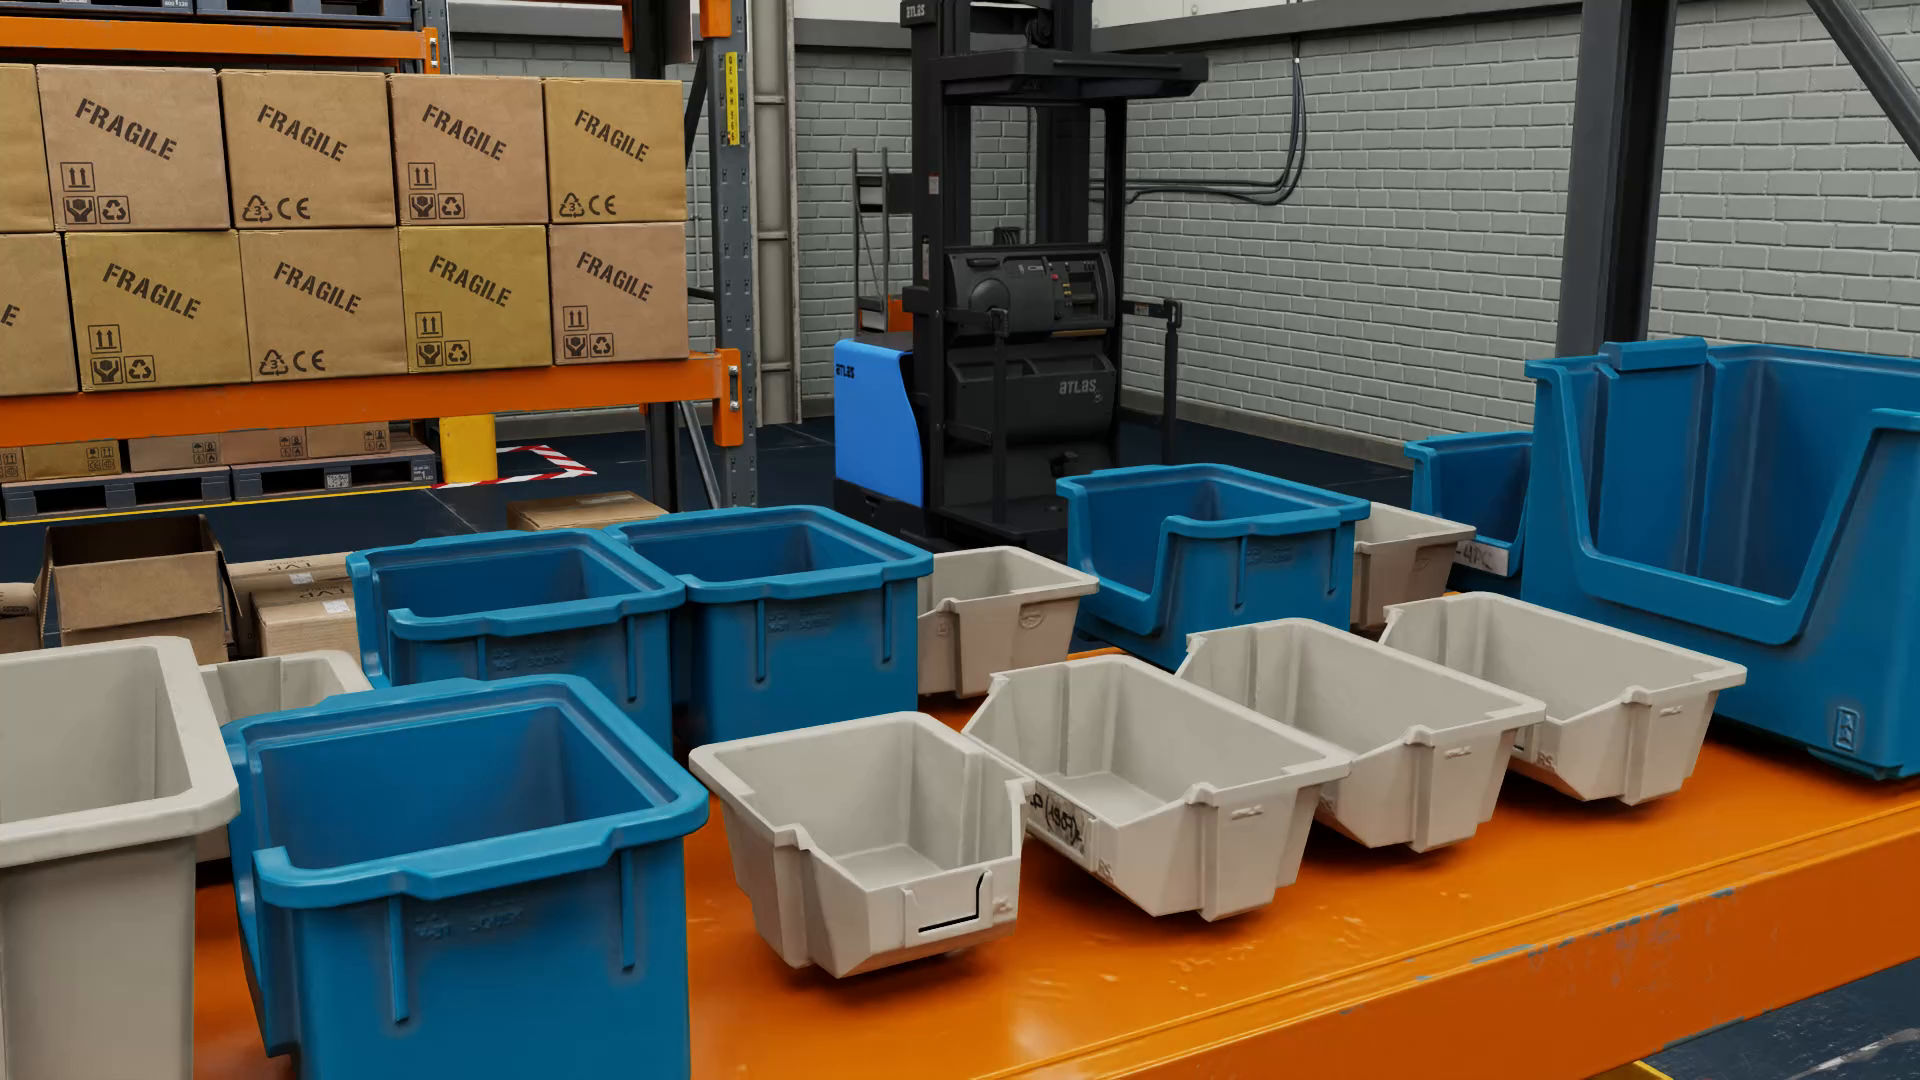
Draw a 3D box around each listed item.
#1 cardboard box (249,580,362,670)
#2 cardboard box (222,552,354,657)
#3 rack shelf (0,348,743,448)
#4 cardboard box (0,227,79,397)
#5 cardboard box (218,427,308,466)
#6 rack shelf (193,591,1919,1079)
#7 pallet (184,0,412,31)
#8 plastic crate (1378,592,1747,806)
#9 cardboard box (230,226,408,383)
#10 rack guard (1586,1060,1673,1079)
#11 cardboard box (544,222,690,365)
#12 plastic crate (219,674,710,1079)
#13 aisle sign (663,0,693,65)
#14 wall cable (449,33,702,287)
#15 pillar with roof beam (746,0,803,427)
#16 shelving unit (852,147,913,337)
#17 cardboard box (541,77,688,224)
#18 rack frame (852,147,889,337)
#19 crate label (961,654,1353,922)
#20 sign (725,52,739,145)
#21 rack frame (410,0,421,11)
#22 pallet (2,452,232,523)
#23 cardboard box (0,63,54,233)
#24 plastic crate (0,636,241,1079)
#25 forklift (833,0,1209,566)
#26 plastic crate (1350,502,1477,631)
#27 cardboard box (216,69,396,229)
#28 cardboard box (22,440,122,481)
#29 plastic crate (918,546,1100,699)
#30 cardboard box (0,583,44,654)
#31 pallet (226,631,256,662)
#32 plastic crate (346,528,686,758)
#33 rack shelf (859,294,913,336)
[{"bbox_3d":[-2.283,0.332,6.061,0.500,0.250,0.500,-7,14,-28],"label":"cardboard box"},{"bbox_3d":[-2.567,0.241,6.466,0.500,0.250,0.500,-7,14,-28],"label":"cardboard box"},{"bbox_3d":[-2.832,-0.432,5.835,4.000,0.370,1.077,-7,14,-28],"label":"rack shelf"},{"bbox_3d":[-3.121,-0.729,5.289,0.500,0.500,0.500,-7,14,-28],"label":"cardboard box"},{"bbox_3d":[-4.458,-0.787,10.513,0.500,0.500,0.700,-7,14,-28],"label":"cardboard box"},{"bbox_3d":[-0.461,0.523,1.592,4.000,0.370,1.077,-7,14,-28],"label":"rack shelf"},{"bbox_3d":[-4.099,-3.288,10.256,1.213,0.211,1.003,-7,14,-28],"label":"pallet"},{"bbox_3d":[0.665,0.182,1.934,0.243,0.136,0.396,-7,14,-28],"label":"plastic crate"},{"bbox_3d":[-2.233,-0.836,5.764,0.500,0.500,0.500,-7,14,-27],"label":"cardboard box"},{"bbox_3d":[1.309,1.176,2.744,0.348,0.500,1.175,-7,14,-28],"label":"rack guard"},{"bbox_3d":[-1.339,-0.943,6.238,0.500,0.500,0.500,-6,14,-26],"label":"cardboard box"},{"bbox_3d":[-0.386,0.280,1.280,0.300,0.233,0.416,-7,14,-28],"label":"plastic crate"},{"bbox_3d":[-1.157,-2.325,6.689,0.004,0.787,0.394,-7,14,-28],"label":"aisle sign"},{"bbox_3d":[-2.782,-2.760,12.228,1.851,1.984,0.084,-7,14,-28],"label":"wall cable"},{"bbox_3d":[0.565,-4.495,8.589,0.400,9.000,9.100,-7,14,-28],"label":"pillar with roof beam"},{"bbox_3d":[-0.299,-1.206,9.685,0.503,2.100,0.431,-7,15,-30],"label":"shelving unit"},{"bbox_3d":[-1.335,-1.430,6.127,0.500,0.500,0.500,-7,14,-28],"label":"cardboard box"},{"bbox_3d":[-0.509,-1.179,9.564,0.015,2.100,0.400,-7,15,-30],"label":"rack frame"},{"bbox_3d":[0.171,0.243,1.660,0.243,0.136,0.396,-7,14,-28],"label":"crate label"},{"bbox_3d":[-0.828,-1.603,6.045,0.005,0.325,0.100,-7,14,-28],"label":"sign"},{"bbox_3d":[-3.453,-4.874,10.273,0.127,3.000,1.000,-7,14,-28],"label":"rack frame"},{"bbox_3d":[-5.187,-0.360,10.230,1.213,0.211,1.003,-7,14,-28],"label":"pallet"},{"bbox_3d":[-3.134,-1.213,5.161,0.500,0.500,0.500,-7,15,-30],"label":"cardboard box"},{"bbox_3d":[-0.788,0.286,1.140,0.530,0.282,0.437,-7,14,-28],"label":"plastic crate"},{"bbox_3d":[0.473,-1.263,8.044,1.130,2.935,3.031,-7,15,-30],"label":"forklift"},{"bbox_3d":[0.598,0.041,2.557,0.298,0.136,0.250,-7,14,-28],"label":"plastic crate"},{"bbox_3d":[-2.231,-1.321,5.643,0.500,0.500,0.500,-6,14,-26],"label":"cardboard box"},{"bbox_3d":[-5.364,-0.677,10.022,0.500,0.500,0.700,-6,14,-27],"label":"cardboard box"},{"bbox_3d":[0.003,0.113,2.240,0.298,0.136,0.250,-7,14,-28],"label":"plastic crate"},{"bbox_3d":[-3.564,0.331,5.928,0.500,0.311,0.500,-7,14,-28],"label":"cardboard box"},{"bbox_3d":[-2.912,0.587,6.022,1.213,0.211,1.003,-7,14,-28],"label":"pallet"},{"bbox_3d":[-0.499,0.147,1.870,0.300,0.233,0.416,-7,14,-28],"label":"plastic crate"},{"bbox_3d":[-0.299,-1.193,9.688,0.480,0.518,0.431,-7,15,-30],"label":"rack shelf"}]
